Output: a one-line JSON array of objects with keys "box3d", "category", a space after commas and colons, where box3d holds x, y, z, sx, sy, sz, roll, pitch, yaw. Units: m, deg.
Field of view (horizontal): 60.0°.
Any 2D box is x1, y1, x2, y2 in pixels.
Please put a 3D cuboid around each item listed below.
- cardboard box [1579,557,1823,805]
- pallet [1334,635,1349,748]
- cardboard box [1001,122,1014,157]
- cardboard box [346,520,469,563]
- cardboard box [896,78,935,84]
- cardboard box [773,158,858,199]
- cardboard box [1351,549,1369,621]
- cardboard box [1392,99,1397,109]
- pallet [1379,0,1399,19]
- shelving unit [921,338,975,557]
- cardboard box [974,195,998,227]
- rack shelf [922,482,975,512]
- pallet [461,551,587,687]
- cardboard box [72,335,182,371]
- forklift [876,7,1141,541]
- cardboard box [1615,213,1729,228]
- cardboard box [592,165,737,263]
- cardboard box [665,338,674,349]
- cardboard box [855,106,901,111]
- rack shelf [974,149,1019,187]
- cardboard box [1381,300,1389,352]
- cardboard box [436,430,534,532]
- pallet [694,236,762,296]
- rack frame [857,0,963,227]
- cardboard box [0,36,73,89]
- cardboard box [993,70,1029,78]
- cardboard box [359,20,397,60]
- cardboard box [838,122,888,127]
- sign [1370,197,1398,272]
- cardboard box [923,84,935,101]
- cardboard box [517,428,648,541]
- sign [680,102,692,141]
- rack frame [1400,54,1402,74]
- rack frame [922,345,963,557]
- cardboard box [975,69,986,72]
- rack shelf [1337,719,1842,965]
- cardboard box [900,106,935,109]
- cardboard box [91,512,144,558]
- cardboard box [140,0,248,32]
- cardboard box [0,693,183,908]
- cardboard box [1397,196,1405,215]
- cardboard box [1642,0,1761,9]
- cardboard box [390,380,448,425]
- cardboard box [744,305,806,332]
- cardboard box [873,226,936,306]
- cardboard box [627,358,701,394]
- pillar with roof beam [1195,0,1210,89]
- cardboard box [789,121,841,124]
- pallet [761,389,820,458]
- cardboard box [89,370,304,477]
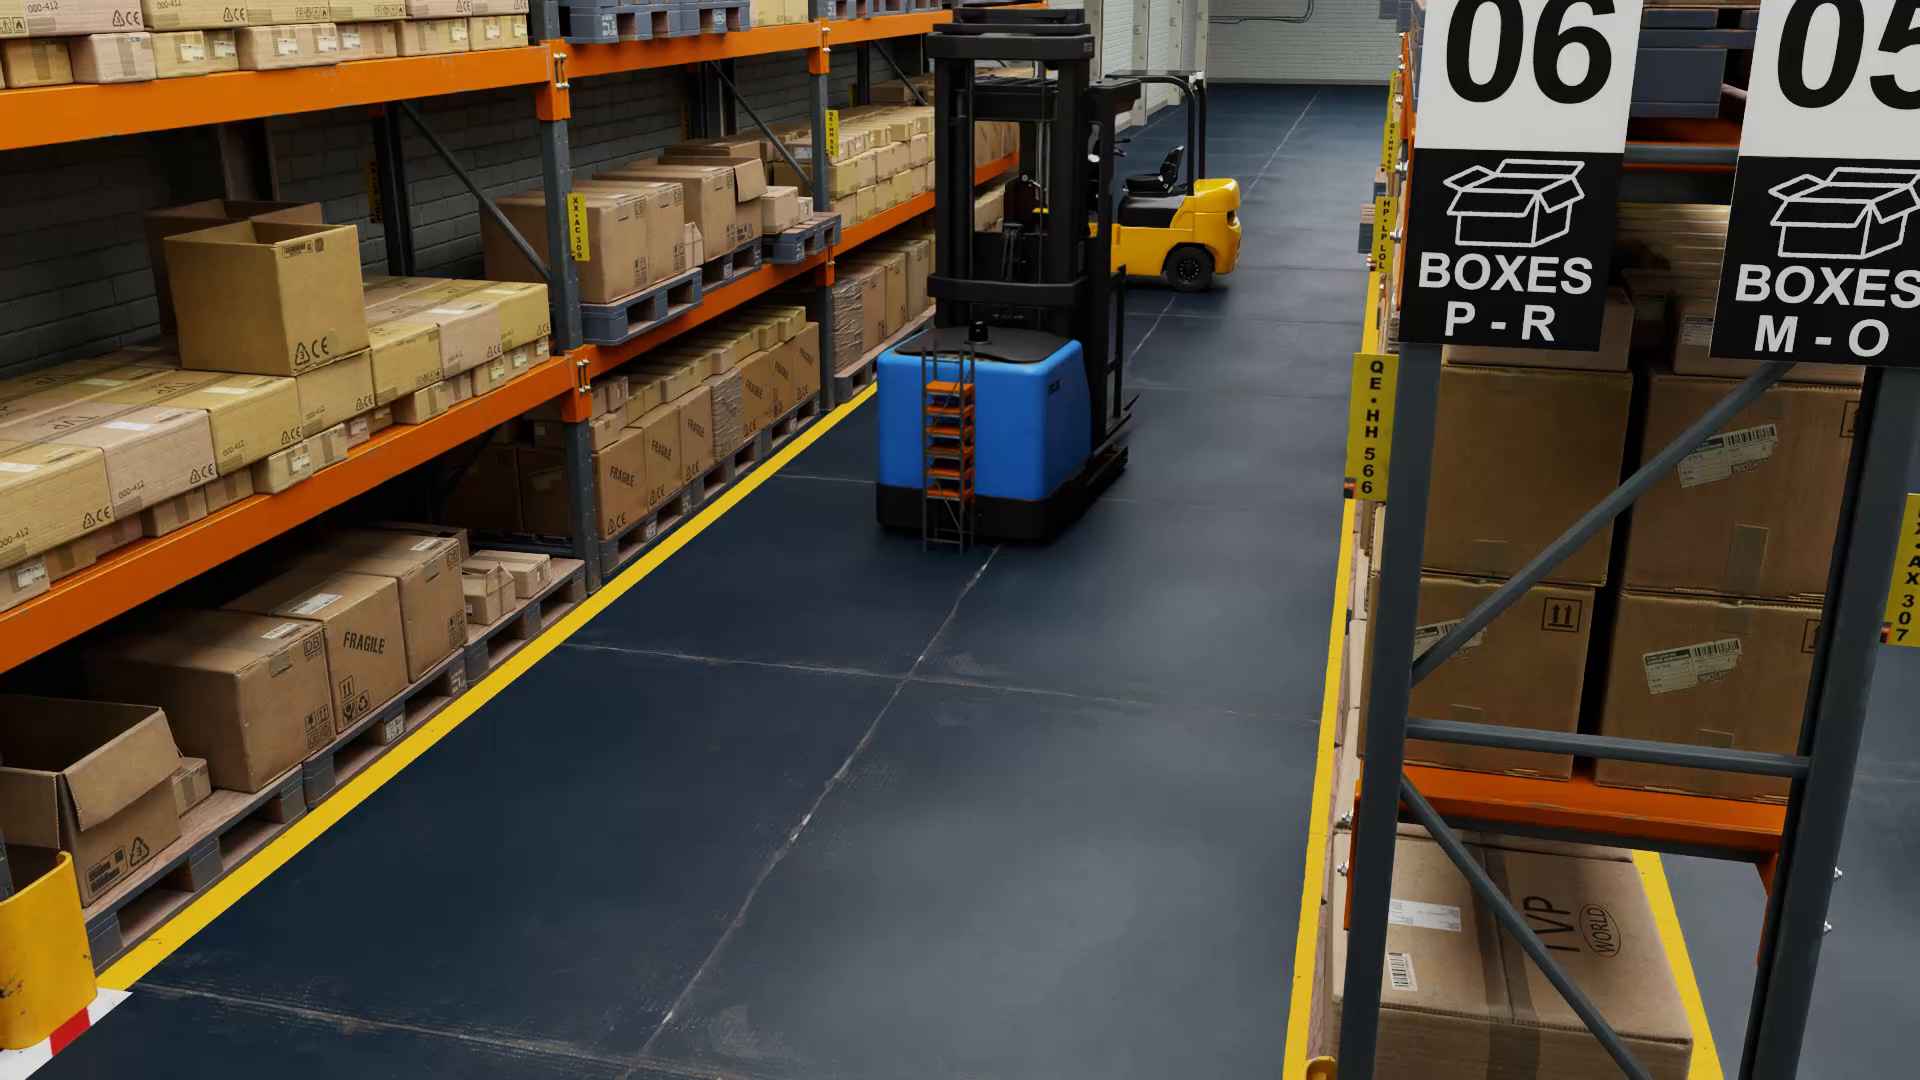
[{"box3d": [1.810, 0.290, 4.042, 0.500, 0.500, 0.500, 5, 19, 13], "category": "cardboard box"}, {"box3d": [2.130, 0.763, 7.126, 1.003, 0.211, 1.213, 5, 19, 13], "category": "pallet"}, {"box3d": [0.271, -4.332, 17.574, 0.500, 0.500, 0.500, 5, 19, 14], "category": "cardboard box"}, {"box3d": [-2.813, 0.083, 8.314, 0.500, 0.311, 0.500, 5, 20, 15], "category": "cardboard box"}, {"box3d": [-0.446, -4.628, 16.978, 0.380, 0.149, 0.250, 4, 19, 12], "category": "cardboard box"}, {"box3d": [-1.076, -2.716, 12.458, 0.500, 0.250, 0.500, 5, 19, 13], "category": "cardboard box"}, {"box3d": [2.134, 0.414, 7.150, 0.875, 0.438, 0.875, 4, 19, 13], "category": "cardboard box"}, {"box3d": [3.698, -3.247, 13.290, 0.500, 0.500, 0.500, 5, 19, 13], "category": "cardboard box"}, {"box3d": [3.842, -4.116, 12.747, 1.213, 0.211, 1.003, 5, 19, 13], "category": "pallet"}, {"box3d": [-0.065, -0.513, 9.334, 0.258, 1.200, 0.189, 7, 20, 18], "category": "shelving unit"}, {"box3d": [0.089, -3.344, 16.893, 0.500, 0.250, 0.500, 5, 19, 13], "category": "cardboard box"}, {"box3d": [-0.065, -0.244, 9.426, 0.258, 0.103, 0.180, 7, 20, 18], "category": "rack shelf"}, {"box3d": [-2.591, 0.356, 8.320, 1.003, 0.211, 1.213, 5, 19, 13], "category": "pallet"}, {"box3d": [-3.164, -0.641, 6.694, 0.500, 0.250, 0.500, 5, 19, 13], "category": "cardboard box"}, {"box3d": [0.478, -1.823, 10.491, 1.130, 2.935, 3.031, 7, 20, 18], "category": "forklift"}, {"box3d": [2.101, -0.857, 4.850, 0.380, 0.149, 0.250, 5, 19, 14], "category": "cardboard box"}, {"box3d": [-1.769, -1.967, 10.003, 0.700, 0.500, 0.500, 5, 19, 13], "category": "cardboard box"}, {"box3d": [-2.122, -1.288, 11.031, 0.380, 0.149, 0.250, 4, 19, 12], "category": "cardboard box"}, {"box3d": [-0.762, -3.948, 15.446, 0.380, 0.149, 0.250, 4, 19, 12], "category": "cardboard box"}, {"box3d": [0.021, -3.973, 17.792, 1.077, 0.370, 4.000, 5, 19, 13], "category": "rack shelf"}, {"box3d": [2.023, -0.709, 6.969, 0.500, 0.500, 0.500, 5, 20, 15], "category": "cardboard box"}, {"box3d": [-2.589, -0.372, 9.354, 0.500, 0.500, 0.500, 5, 19, 13], "category": "cardboard box"}, {"box3d": [-1.916, -1.732, 10.415, 1.003, 0.211, 1.213, 5, 19, 13], "category": "pallet"}, {"box3d": [-0.468, -3.687, 15.840, 1.000, 3.000, 0.127, 5, 19, 13], "category": "rack frame"}, {"box3d": [-2.979, -1.471, 5.101, 0.380, 0.149, 0.250, 5, 19, 14], "category": "cardboard box"}, {"box3d": [0.559, -5.143, 18.484, 0.380, 0.149, 0.250, 5, 20, 15], "category": "cardboard box"}, {"box3d": [-2.519, -2.026, 6.725, 0.380, 0.149, 0.250, 5, 20, 15], "category": "cardboard box"}, {"box3d": [-0.807, -3.358, 13.721, 0.380, 0.149, 0.250, 5, 19, 13], "category": "cardboard box"}, {"box3d": [1.863, -1.339, 7.297, 0.100, 0.325, 0.005, 5, 19, 13], "category": "sign"}, {"box3d": [-0.143, -4.349, 16.160, 0.380, 0.149, 0.250, 5, 19, 14], "category": "cardboard box"}, {"box3d": [-2.086, -0.329, 9.227, 0.500, 0.500, 0.500, 6, 20, 16], "category": "cardboard box"}, {"box3d": [-1.984, -3.024, 12.108, 0.100, 0.325, 0.005, 5, 19, 13], "category": "sign"}, {"box3d": [5.324, -4.549, 18.367, 1.000, 3.000, 0.127, 5, 19, 13], "category": "rack frame"}, {"box3d": [-0.096, -0.485, 9.253, 0.240, 1.200, 0.006, 7, 20, 18], "category": "rack frame"}, {"box3d": [0.073, -5.184, 18.605, 0.380, 0.149, 0.250, 5, 19, 14], "category": "cardboard box"}, {"box3d": [1.903, 0.179, 5.636, 1.077, 0.370, 4.000, 5, 19, 13], "category": "rack shelf"}, {"box3d": [-0.336, -3.916, 15.354, 0.380, 0.149, 0.250, 5, 20, 15], "category": "cardboard box"}, {"box3d": [-3.006, -0.056, 5.601, 0.380, 0.149, 0.250, 4, 19, 13], "category": "cardboard box"}, {"box3d": [-2.785, -1.853, 5.602, 0.500, 0.250, 0.500, 4, 19, 12], "category": "cardboard box"}, {"box3d": [-3.158, 0.873, 5.703, 0.797, 0.503, 0.637, 4, 19, 11], "category": "cardboard box"}, {"box3d": [1.911, -1.021, 6.334, 0.500, 0.500, 0.500, 4, 19, 13], "category": "cardboard box"}, {"box3d": [1.437, -1.277, 3.573, 0.500, 0.250, 0.500, 3, 19, 8], "category": "cardboard box"}, {"box3d": [-2.464, -0.611, 7.225, 0.380, 0.149, 0.250, 4, 19, 13], "category": "cardboard box"}, {"box3d": [-1.320, -1.581, 11.889, 0.380, 0.149, 0.250, 4, 19, 11], "category": "cardboard box"}, {"box3d": [-0.584, -2.597, 15.675, 0.875, 0.625, 0.625, 6, 20, 16], "category": "cardboard box"}, {"box3d": [-1.819, -1.008, 10.211, 0.380, 0.149, 0.250, 5, 20, 15], "category": "cardboard box"}, {"box3d": [10.970, -16.695, 44.644, 9.100, 9.000, 0.400, 5, 19, 13], "category": "pillar with roof beam"}, {"box3d": [-1.205, -3.388, 13.807, 0.380, 0.149, 0.250, 5, 20, 15], "category": "cardboard box"}, {"box3d": [-1.664, -0.882, 11.944, 1.003, 0.211, 1.213, 5, 19, 13], "category": "pallet"}, {"box3d": [-2.784, -0.433, 6.087, 0.500, 0.250, 0.500, 4, 19, 12], "category": "cardboard box"}]
